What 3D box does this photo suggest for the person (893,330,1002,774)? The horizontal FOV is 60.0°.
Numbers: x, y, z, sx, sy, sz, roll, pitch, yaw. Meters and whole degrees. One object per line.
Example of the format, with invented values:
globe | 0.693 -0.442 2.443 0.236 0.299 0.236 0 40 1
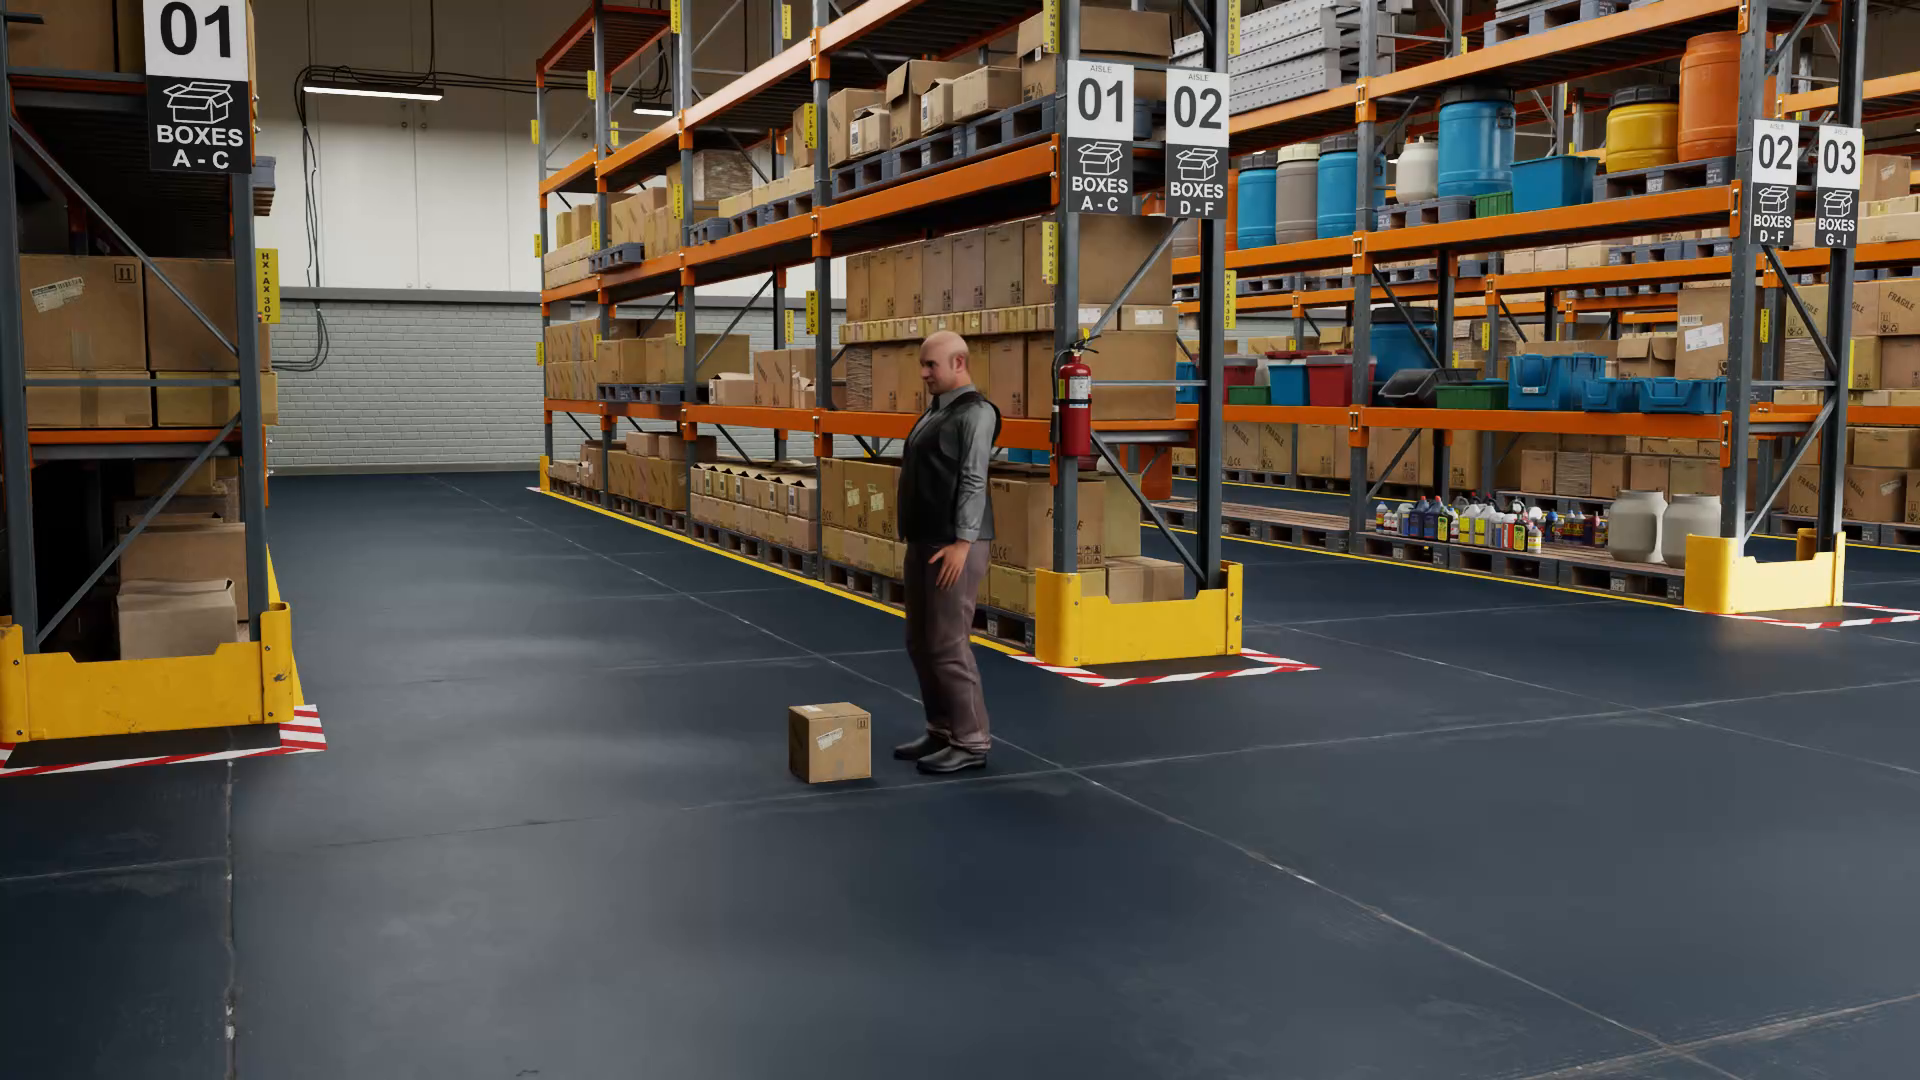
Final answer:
person | -0.051 0.041 6.532 0.355 1.716 0.534 -2 6 -23
